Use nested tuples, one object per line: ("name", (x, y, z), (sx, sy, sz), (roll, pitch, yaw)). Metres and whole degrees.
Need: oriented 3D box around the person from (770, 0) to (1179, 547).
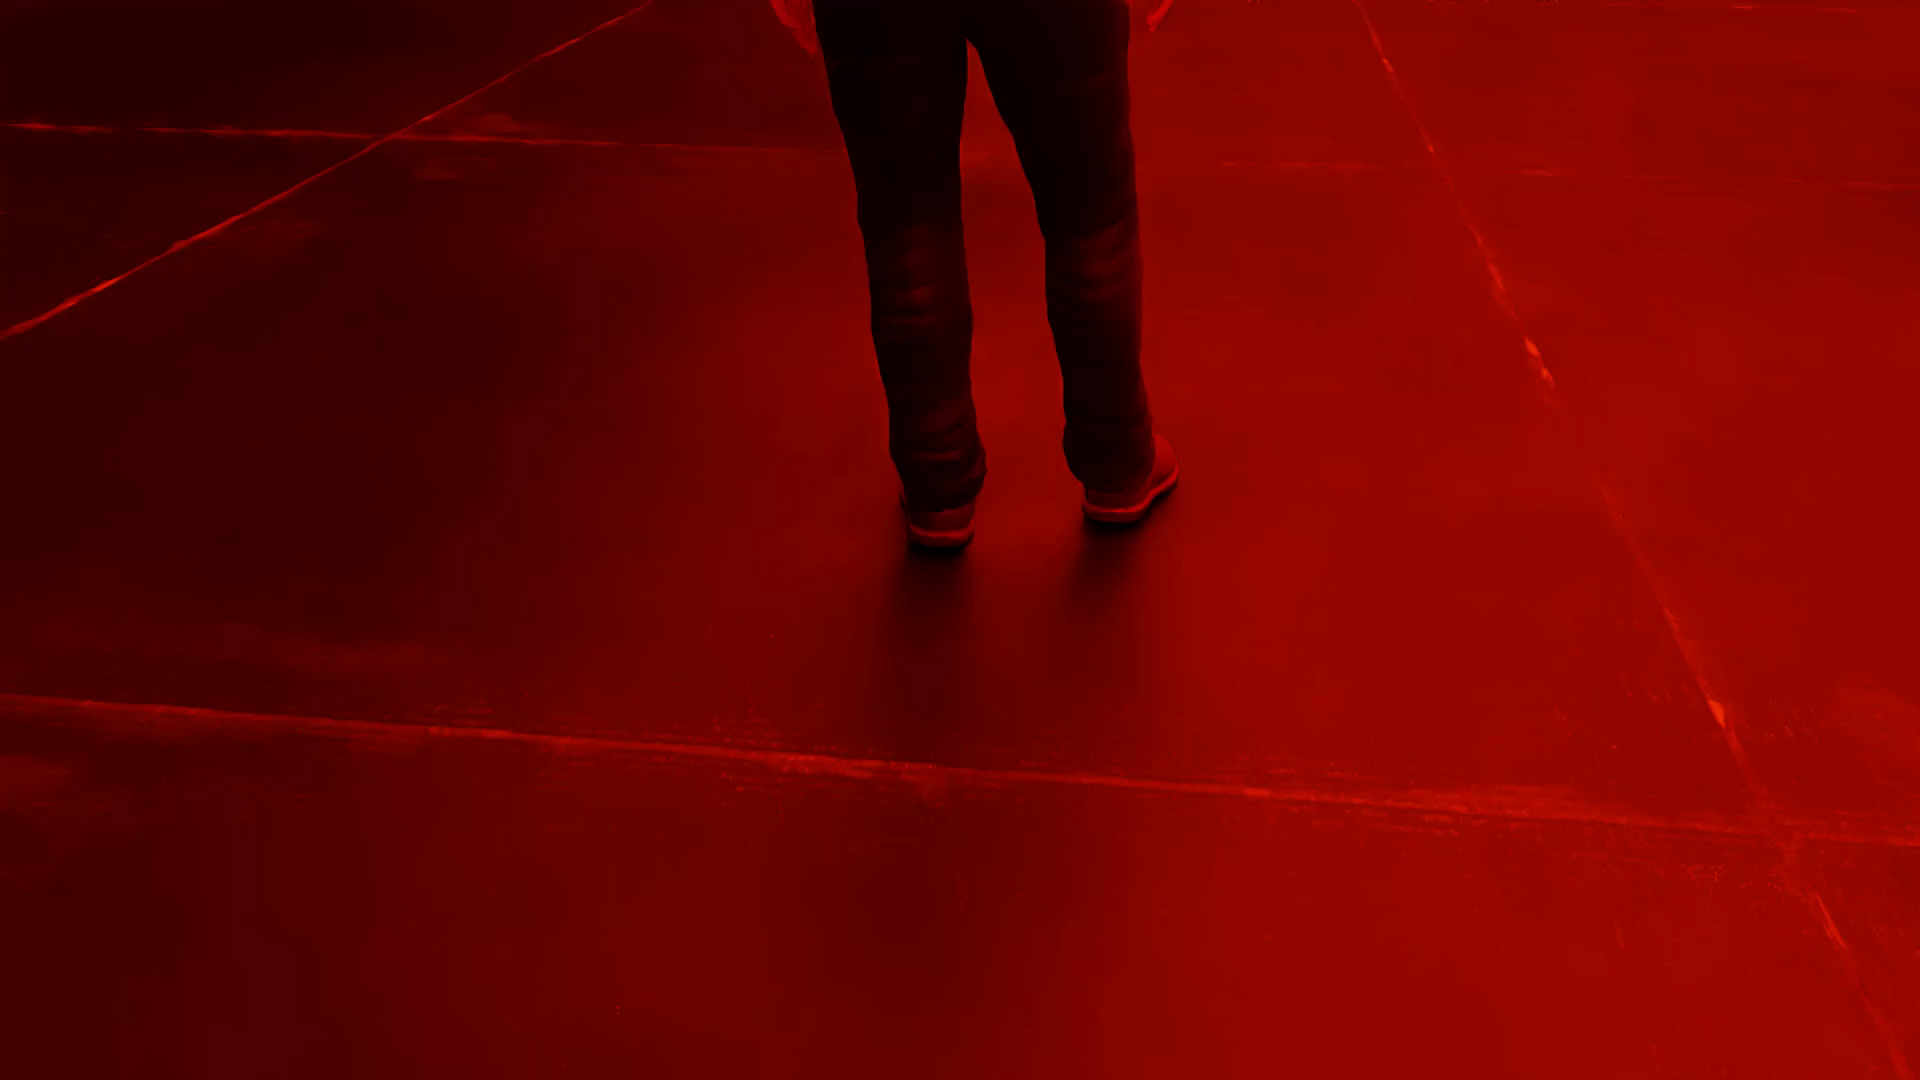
("person", (0.035, -0.782, 2.206), (0.599, 1.650, 0.502), (3, 27, 7))
